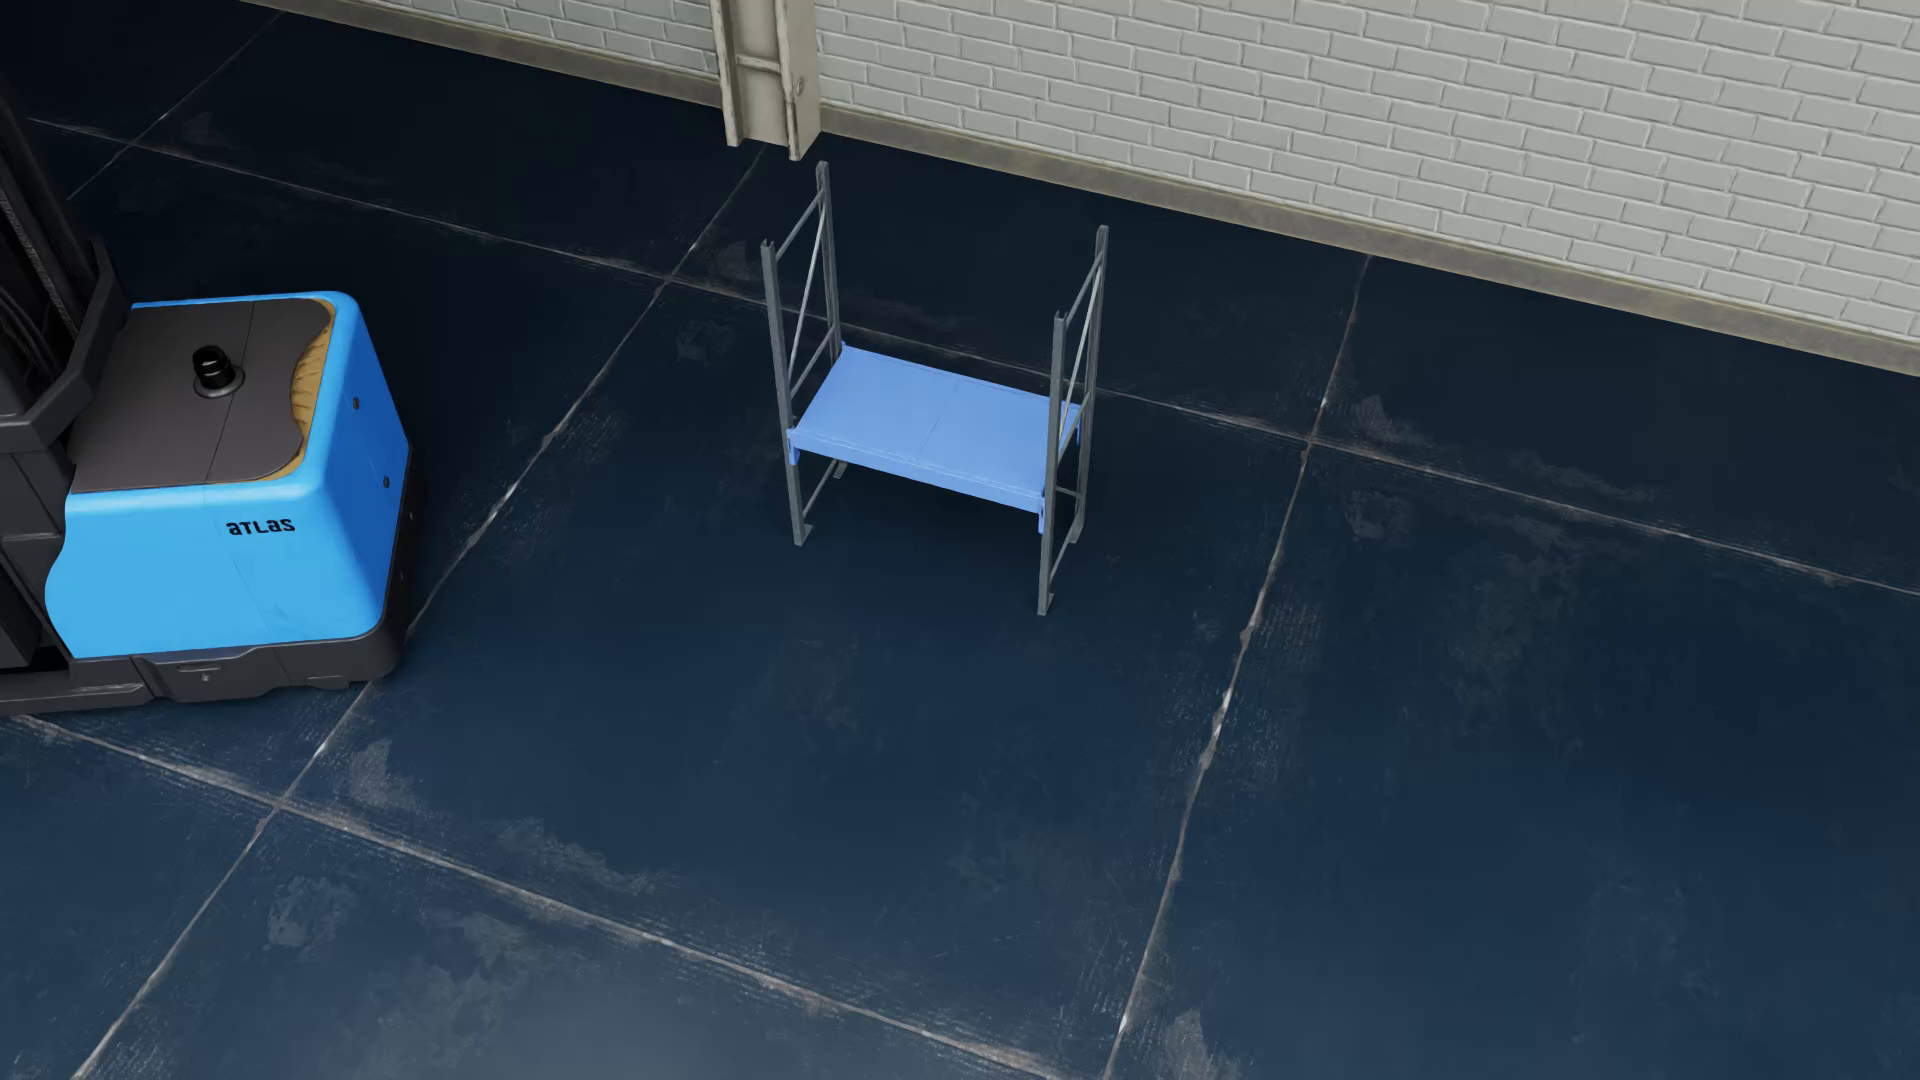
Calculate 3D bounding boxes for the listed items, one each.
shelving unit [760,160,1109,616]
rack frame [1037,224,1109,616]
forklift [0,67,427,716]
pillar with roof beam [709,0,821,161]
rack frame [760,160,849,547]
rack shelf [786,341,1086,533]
[{"bbox_3d":[-0.080,-0.514,6.069,1.048,1.500,0.538,16,51,13],"label":"shelving unit"},{"bbox_3d":[0.397,-0.380,5.954,0.032,1.500,0.500,16,51,13],"label":"rack frame"},{"bbox_3d":[-3.613,-0.690,5.275,3.031,2.935,1.130,-4,49,-4],"label":"forklift"},{"bbox_3d":[-2.423,-1.934,2.337,0.400,9.000,9.100,16,51,13],"label":"pillar with roof beam"},{"bbox_3d":[-0.557,-0.647,6.185,0.032,1.500,0.500,16,51,13],"label":"rack frame"},{"bbox_3d":[-0.080,-0.396,6.205,1.000,0.185,0.538,16,51,13],"label":"rack shelf"}]
